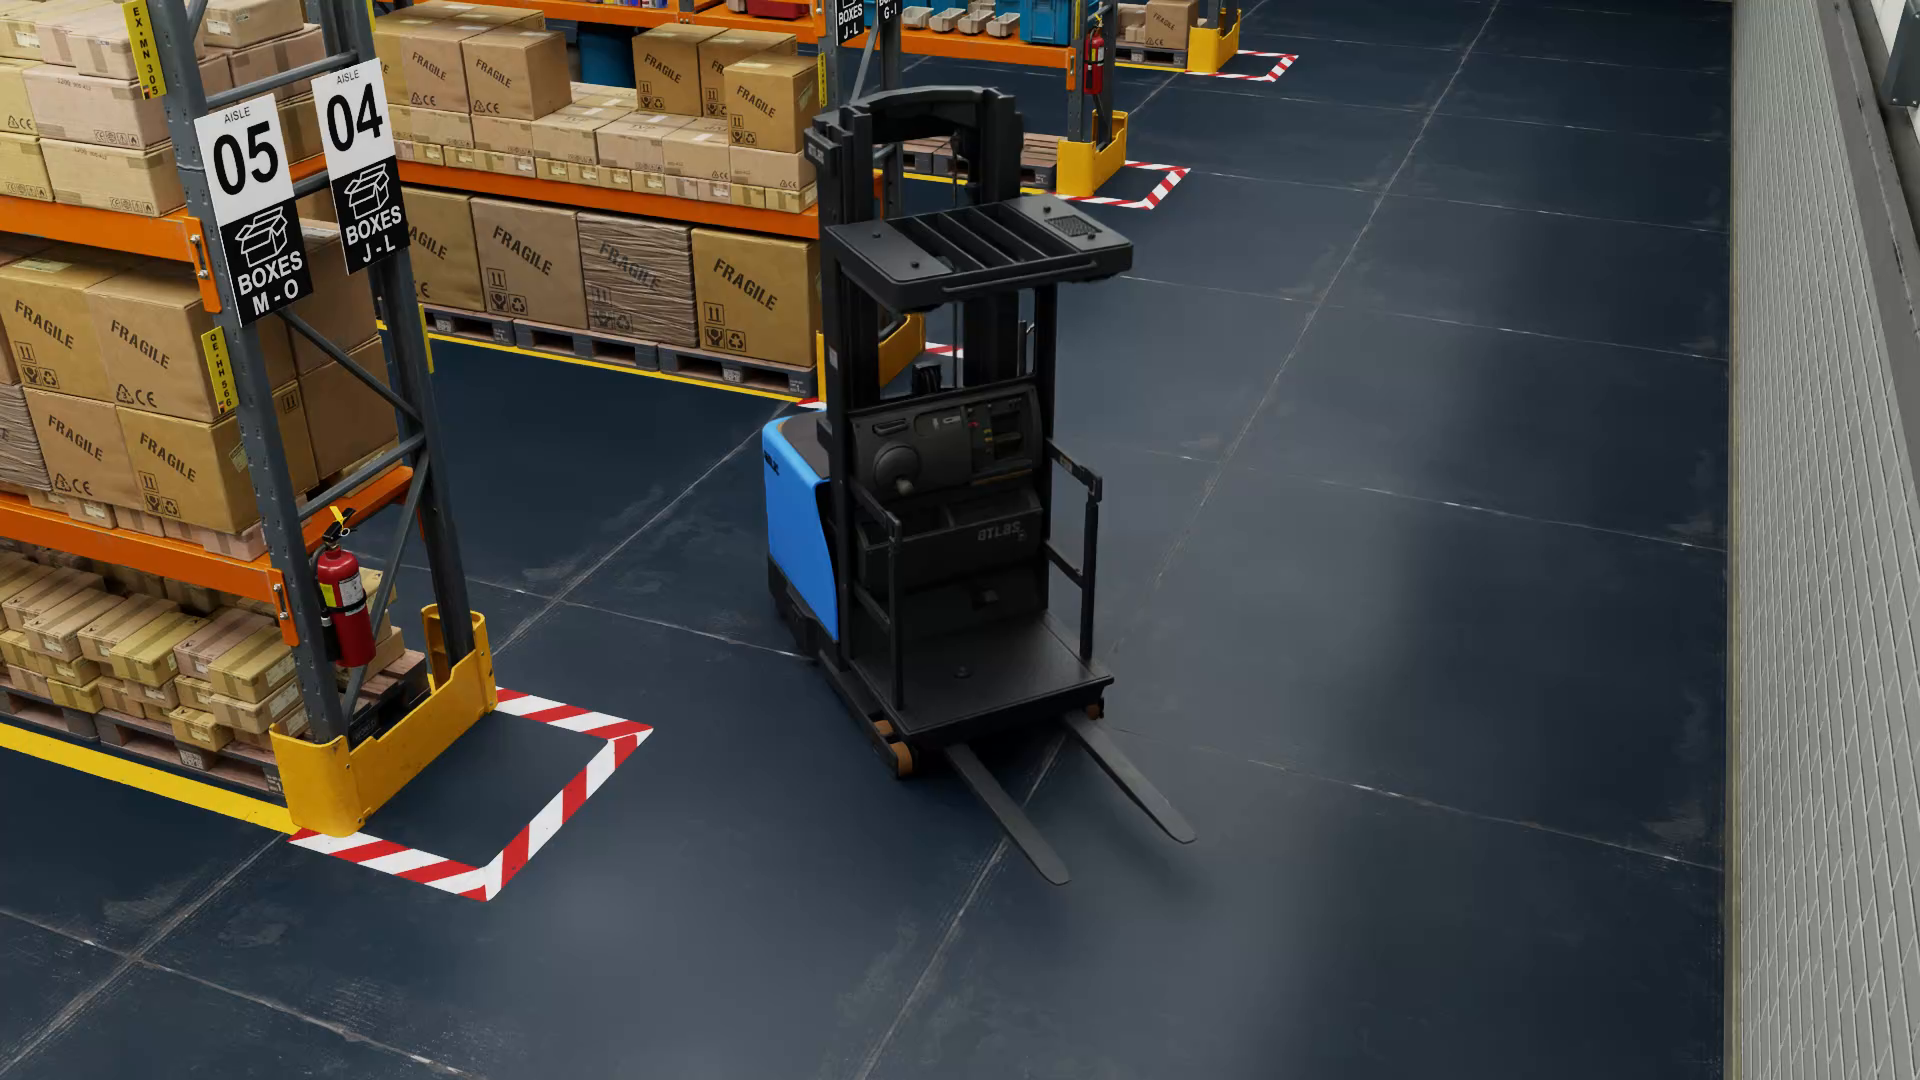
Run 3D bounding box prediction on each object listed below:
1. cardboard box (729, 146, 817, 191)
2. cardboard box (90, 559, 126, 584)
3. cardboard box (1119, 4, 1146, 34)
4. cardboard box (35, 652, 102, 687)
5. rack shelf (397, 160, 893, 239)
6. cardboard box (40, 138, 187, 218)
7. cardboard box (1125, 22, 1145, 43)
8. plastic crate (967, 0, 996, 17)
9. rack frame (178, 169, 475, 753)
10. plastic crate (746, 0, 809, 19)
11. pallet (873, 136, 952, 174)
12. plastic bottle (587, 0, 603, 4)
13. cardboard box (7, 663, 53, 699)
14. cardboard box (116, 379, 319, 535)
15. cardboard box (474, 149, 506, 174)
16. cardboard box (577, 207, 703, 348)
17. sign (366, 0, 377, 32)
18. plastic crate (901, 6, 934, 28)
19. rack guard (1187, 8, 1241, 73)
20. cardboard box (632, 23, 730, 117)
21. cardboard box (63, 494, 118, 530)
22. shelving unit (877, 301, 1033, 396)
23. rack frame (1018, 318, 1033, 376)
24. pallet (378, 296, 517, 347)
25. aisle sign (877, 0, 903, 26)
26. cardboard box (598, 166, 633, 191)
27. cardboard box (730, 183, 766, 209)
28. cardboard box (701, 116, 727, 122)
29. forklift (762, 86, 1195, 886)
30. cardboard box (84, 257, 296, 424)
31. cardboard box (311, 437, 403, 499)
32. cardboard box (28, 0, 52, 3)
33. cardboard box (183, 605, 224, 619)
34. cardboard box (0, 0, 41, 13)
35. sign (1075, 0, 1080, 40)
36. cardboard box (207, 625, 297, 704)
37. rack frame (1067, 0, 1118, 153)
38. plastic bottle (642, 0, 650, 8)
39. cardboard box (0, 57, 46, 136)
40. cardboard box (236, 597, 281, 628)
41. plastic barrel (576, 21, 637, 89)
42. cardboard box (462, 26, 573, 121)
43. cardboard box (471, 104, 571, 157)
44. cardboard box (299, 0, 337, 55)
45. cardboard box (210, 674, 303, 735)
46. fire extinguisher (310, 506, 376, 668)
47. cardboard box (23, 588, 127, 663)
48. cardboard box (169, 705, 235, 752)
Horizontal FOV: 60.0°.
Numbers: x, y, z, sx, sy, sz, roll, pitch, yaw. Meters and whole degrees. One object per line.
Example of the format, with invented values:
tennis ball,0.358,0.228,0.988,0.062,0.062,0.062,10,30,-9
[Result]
cardboard box,-1.185,-2.530,11.028,0.500,0.250,0.500,11,31,18
cardboard box,-4.179,0.059,8.464,0.250,0.149,0.380,12,32,20
cardboard box,2.231,-6.330,20.249,0.500,0.250,0.500,11,31,19
cardboard box,-4.158,0.522,7.947,0.250,0.149,0.380,12,32,20
rack shelf,-2.489,-2.554,11.951,4.000,0.370,1.077,11,31,19
cardboard box,-3.116,-1.458,6.386,0.500,0.250,0.500,11,31,18
cardboard box,2.154,-6.076,19.883,0.250,0.166,0.380,11,31,19
plastic crate,0.226,-5.085,15.905,0.298,0.136,0.250,11,31,19
rack frame,-2.595,-0.254,7.152,0.127,3.000,1.000,11,31,19
plastic crate,-1.747,-5.270,15.899,0.583,0.464,0.402,11,31,19
pallet,-0.650,-3.938,16.503,1.213,0.211,1.003,11,31,19
plastic bottle,-3.627,-5.529,16.534,0.185,0.351,0.144,11,31,19
cardboard box,-4.389,0.594,8.121,0.250,0.149,0.380,12,32,20
cardboard box,-3.108,-0.393,6.993,0.500,0.500,0.500,12,32,20
cardboard box,-3.224,-2.729,11.786,0.250,0.149,0.380,11,31,18
cardboard box,-2.103,-2.005,11.982,0.875,0.875,0.875,11,31,19
sign,-2.391,-2.188,6.636,0.005,0.325,0.100,11,31,19
plastic crate,-0.409,-4.882,15.546,0.250,0.136,0.298,11,31,19
rack guard,3.021,-5.939,19.750,0.348,0.500,1.175,11,31,19
cardboard box,-1.925,-3.285,11.602,0.500,0.500,0.500,10,31,18
cardboard box,-3.703,-0.216,7.338,0.250,0.149,0.380,12,32,20
shelving unit,-0.072,-0.690,9.447,1.083,1.500,0.587,9,31,16
rack frame,0.402,-0.612,9.309,0.032,1.500,0.500,9,31,16
pallet,-3.668,-1.847,12.803,1.213,0.211,1.003,11,31,19
aisle sign,-0.457,-3.752,10.698,0.004,0.787,0.394,11,31,19
cardboard box,-2.277,-2.540,11.450,0.250,0.149,0.380,11,31,19
cardboard box,-1.331,-2.351,11.116,0.250,0.149,0.380,12,31,20
cardboard box,-1.464,-2.866,11.623,0.500,0.250,0.500,11,31,19
forklift,0.044,-0.412,7.501,1.130,2.935,3.031,-13,32,-22
cardboard box,-3.112,-0.834,6.757,0.500,0.500,0.500,11,31,18
cardboard box,-2.772,-0.354,7.584,0.250,0.149,0.380,11,31,19
cardboard box,-3.766,-2.233,6.844,0.250,0.149,0.380,12,32,21
cardboard box,-3.673,0.282,8.371,0.250,0.149,0.380,12,32,21
cardboard box,-3.729,-1.951,6.343,0.250,0.149,0.380,12,32,20
sign,1.034,-4.573,14.626,0.005,0.325,0.100,11,31,19
cardboard box,-3.181,0.563,7.572,0.250,0.149,0.380,12,32,20
rack frame,1.226,-4.756,15.115,0.127,3.000,1.000,11,31,19
plastic bottle,-3.085,-5.344,16.357,0.097,0.201,0.097,0,29,0
cardboard box,-3.591,-1.776,6.439,0.500,0.250,0.500,10,31,18
cardboard box,-3.253,0.297,8.042,0.250,0.149,0.380,12,32,20
plastic barrel,-3.634,-5.004,17.261,0.708,0.901,0.600,11,31,19
cardboard box,-3.058,-3.234,11.511,0.500,0.500,0.500,10,31,18
cardboard box,-3.065,-2.908,11.696,0.500,0.250,0.500,12,32,20
cardboard box,-4.938,-3.832,12.360,0.637,0.503,0.797,10,31,18
cardboard box,-3.191,0.707,7.619,0.250,0.149,0.380,10,31,18
fire extinguisher,-2.535,0.199,6.808,0.183,0.674,0.296,11,31,19
cardboard box,-4.165,0.399,7.862,0.250,0.149,0.380,12,32,21
cardboard box,-3.437,0.800,7.756,0.250,0.149,0.380,12,32,21
